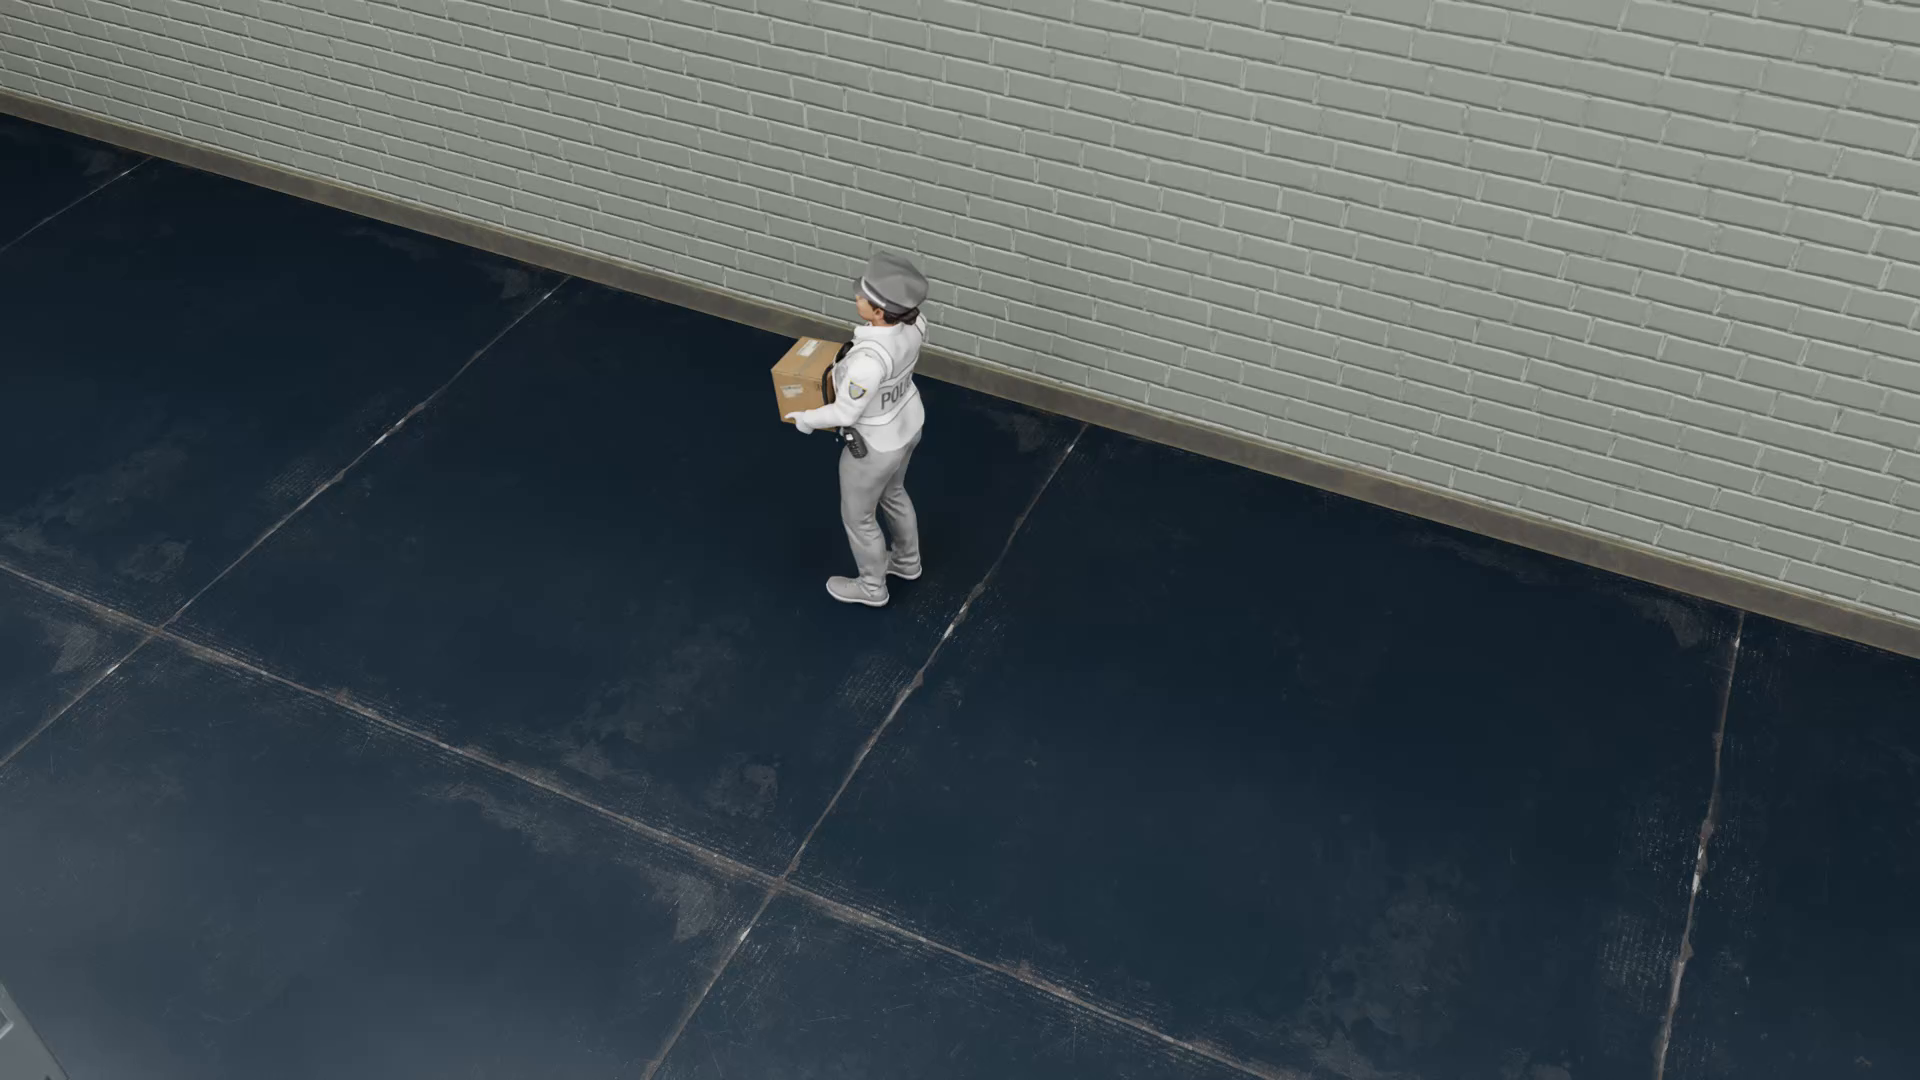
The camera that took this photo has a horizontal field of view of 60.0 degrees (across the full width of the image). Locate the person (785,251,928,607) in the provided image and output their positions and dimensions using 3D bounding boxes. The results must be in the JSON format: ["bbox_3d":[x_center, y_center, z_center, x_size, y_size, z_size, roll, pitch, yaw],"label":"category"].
[{"bbox_3d":[-0.380,-0.433,6.618,0.564,1.686,0.460,18,45,19],"label":"person"}]
